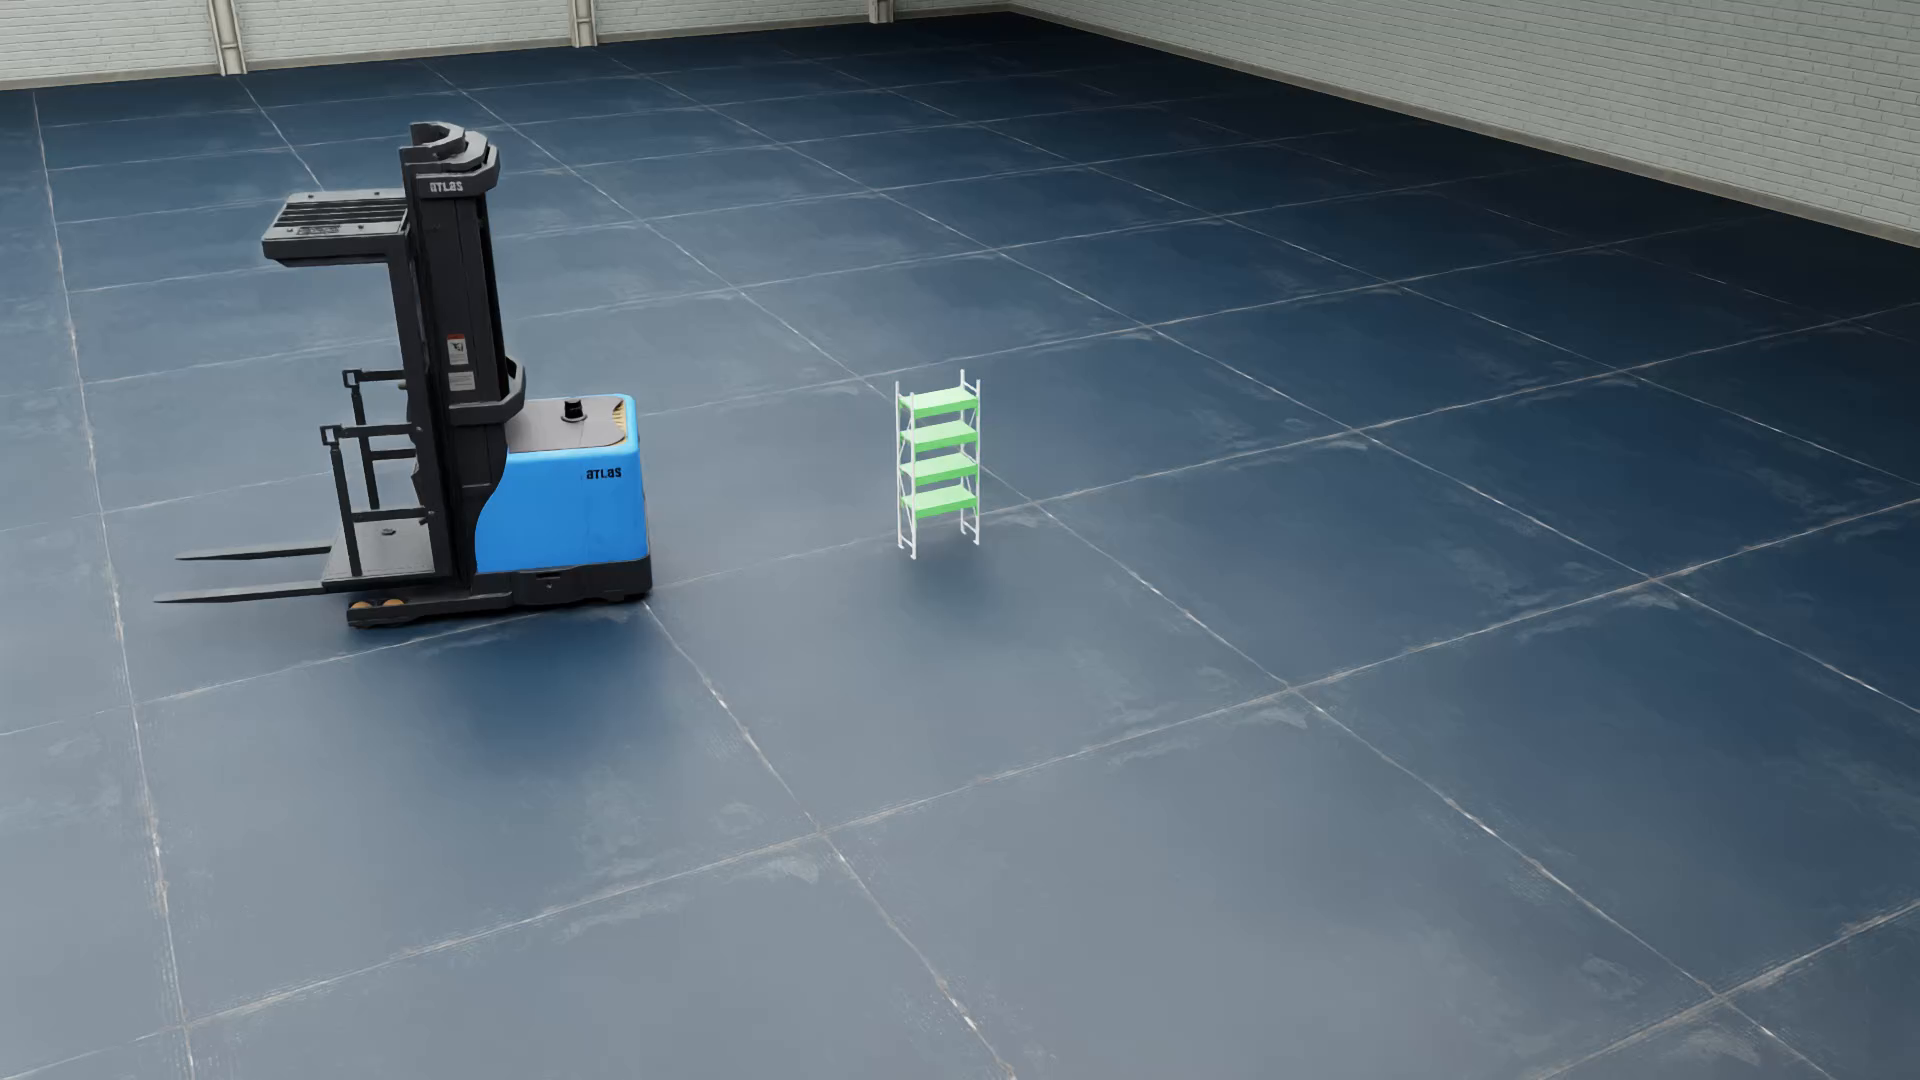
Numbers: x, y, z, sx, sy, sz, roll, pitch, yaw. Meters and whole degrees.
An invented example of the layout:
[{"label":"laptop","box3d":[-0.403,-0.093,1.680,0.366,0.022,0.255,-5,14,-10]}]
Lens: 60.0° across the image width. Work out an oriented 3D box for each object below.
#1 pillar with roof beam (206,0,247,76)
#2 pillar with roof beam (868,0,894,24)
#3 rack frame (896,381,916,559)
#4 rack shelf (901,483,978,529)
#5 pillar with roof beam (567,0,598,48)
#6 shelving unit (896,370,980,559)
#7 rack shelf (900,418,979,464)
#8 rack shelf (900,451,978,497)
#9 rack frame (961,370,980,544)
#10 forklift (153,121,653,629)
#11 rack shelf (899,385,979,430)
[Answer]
[{"label":"pillar with roof beam","box3d":[-10.121,-10.215,22.432,0.400,9.000,9.100,-13,29,-25]},{"label":"pillar with roof beam","box3d":[0.467,-12.659,27.522,0.400,9.000,9.100,-13,29,-25]},{"label":"rack frame","box3d":[-0.361,-0.457,11.119,0.015,1.200,0.240,-13,29,-25]},{"label":"rack shelf","box3d":[-0.146,-0.233,11.354,0.480,0.148,0.258,-13,29,-25]},{"label":"pillar with roof beam","box3d":[-4.827,-11.437,24.977,0.400,9.000,9.100,-13,29,-25]},{"label":"shelving unit","box3d":[-0.146,-0.507,11.222,0.503,1.200,0.258,-13,29,-25]},{"label":"rack shelf","box3d":[-0.146,-0.666,11.146,0.480,0.148,0.258,-13,29,-25]},{"label":"rack shelf","box3d":[-0.146,-0.450,11.250,0.480,0.148,0.258,-13,29,-25]},{"label":"rack frame","box3d":[0.069,-0.557,11.326,0.015,1.200,0.240,-13,29,-25]},{"label":"forklift","box3d":[-3.560,-1.012,10.274,3.031,2.935,1.130,-5,26,-10]},{"label":"rack shelf","box3d":[-0.146,-0.882,11.042,0.480,0.148,0.258,-13,29,-25]}]
